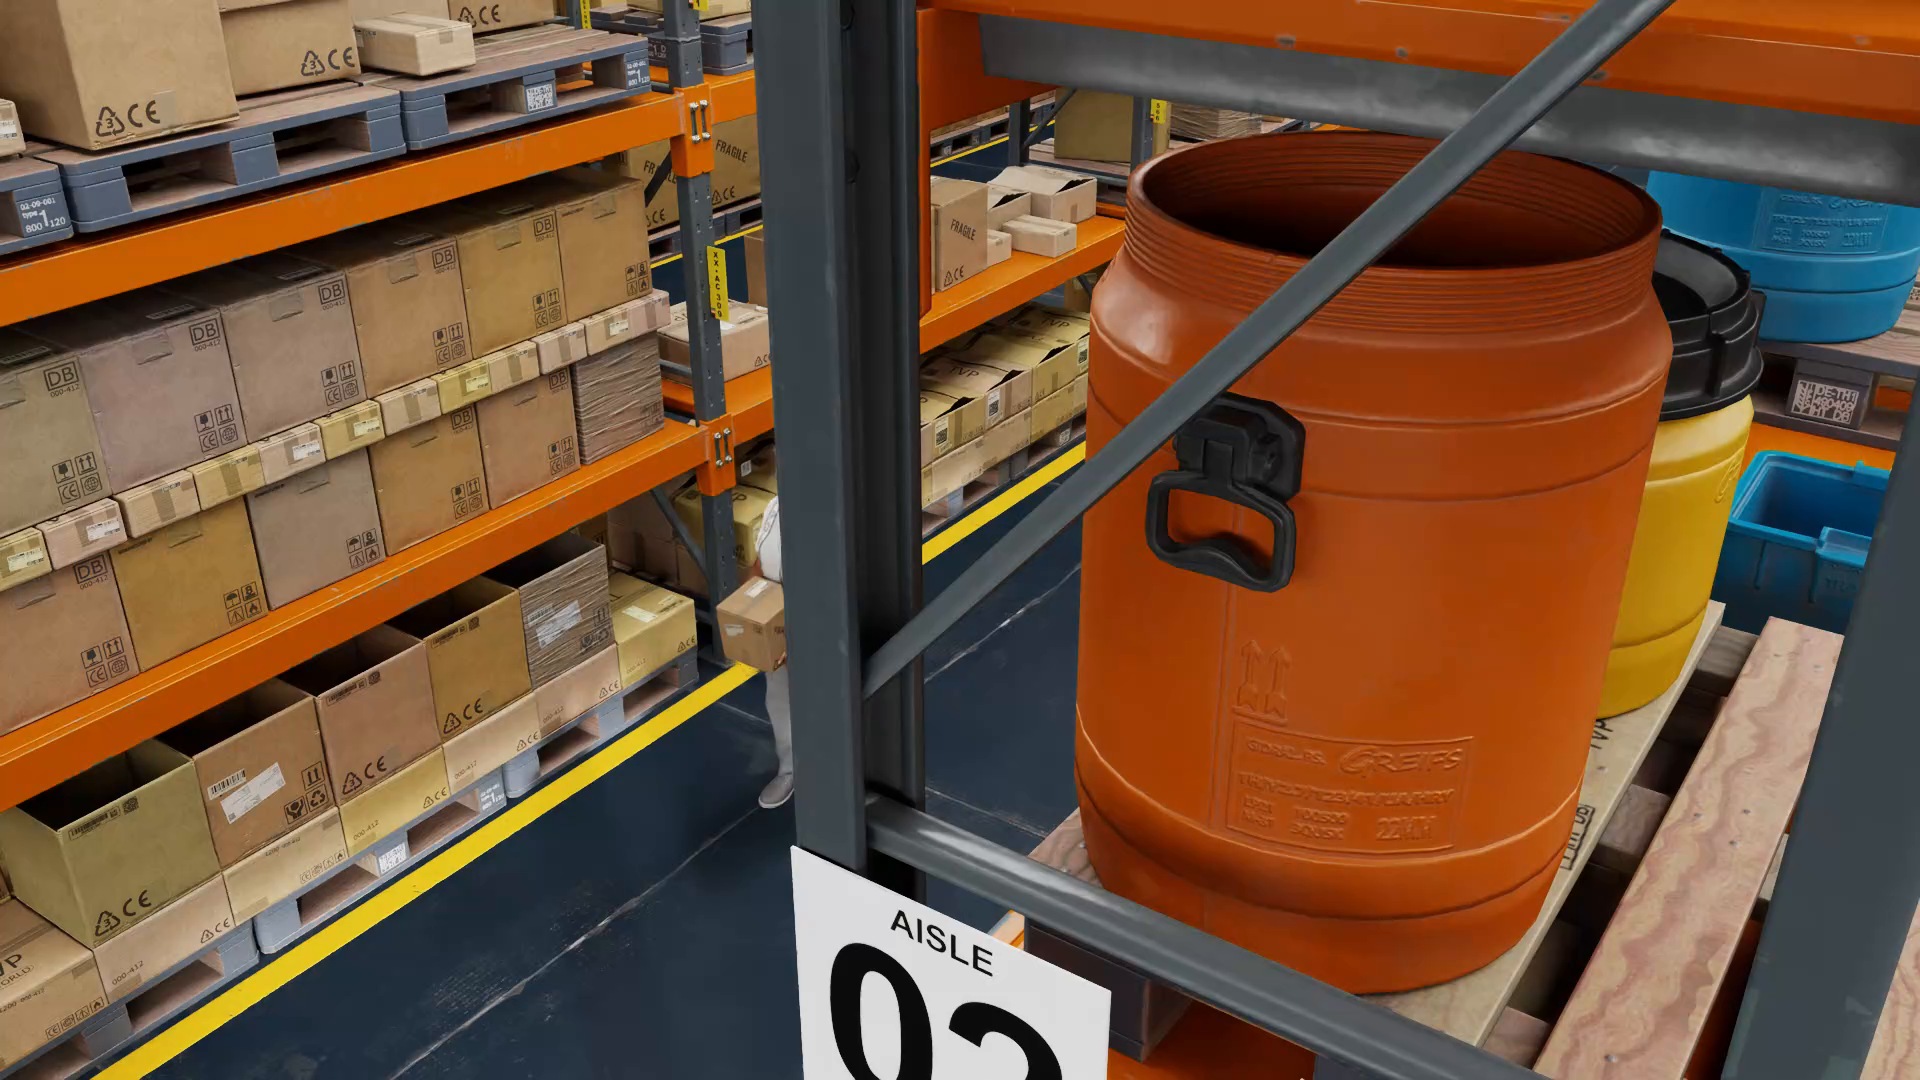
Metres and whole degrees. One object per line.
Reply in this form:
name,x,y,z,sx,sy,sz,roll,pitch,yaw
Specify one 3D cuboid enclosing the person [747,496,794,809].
person,-0.679,0.387,6.843,0.435,1.688,0.520,17,32,30
